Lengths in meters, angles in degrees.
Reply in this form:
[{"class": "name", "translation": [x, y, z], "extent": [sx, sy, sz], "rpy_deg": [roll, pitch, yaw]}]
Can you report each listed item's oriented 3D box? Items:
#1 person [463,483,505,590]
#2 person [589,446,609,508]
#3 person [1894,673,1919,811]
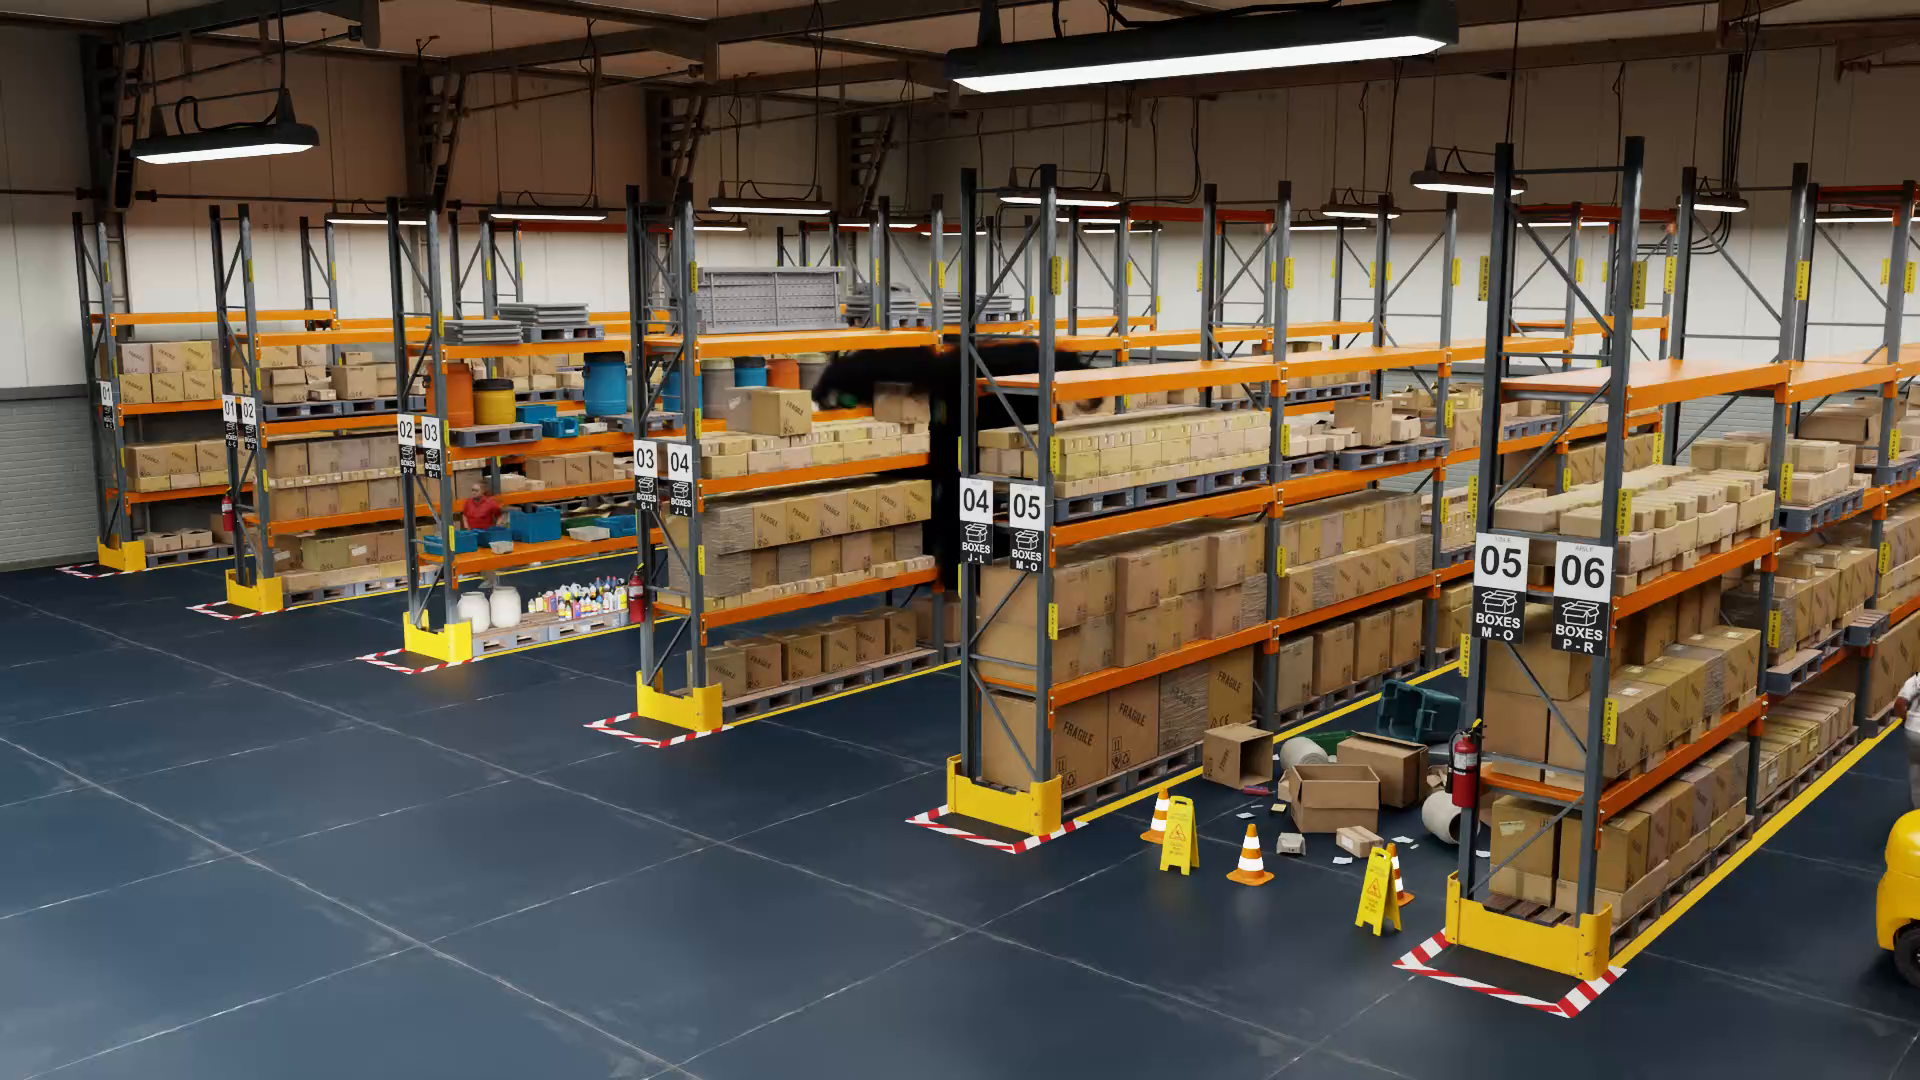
[{"class": "person", "translation": [-7.209, -0.042, 25.224], "extent": [0.663, 1.697, 0.610], "rpy_deg": [3, 10, 15]}, {"class": "person", "translation": [-7.211, -1.159, 33.064], "extent": [0.527, 1.738, 0.862], "rpy_deg": [8, 12, 38]}, {"class": "person", "translation": [9.070, 1.821, 15.550], "extent": [0.616, 1.621, 0.642], "rpy_deg": [6, 11, 31]}]
